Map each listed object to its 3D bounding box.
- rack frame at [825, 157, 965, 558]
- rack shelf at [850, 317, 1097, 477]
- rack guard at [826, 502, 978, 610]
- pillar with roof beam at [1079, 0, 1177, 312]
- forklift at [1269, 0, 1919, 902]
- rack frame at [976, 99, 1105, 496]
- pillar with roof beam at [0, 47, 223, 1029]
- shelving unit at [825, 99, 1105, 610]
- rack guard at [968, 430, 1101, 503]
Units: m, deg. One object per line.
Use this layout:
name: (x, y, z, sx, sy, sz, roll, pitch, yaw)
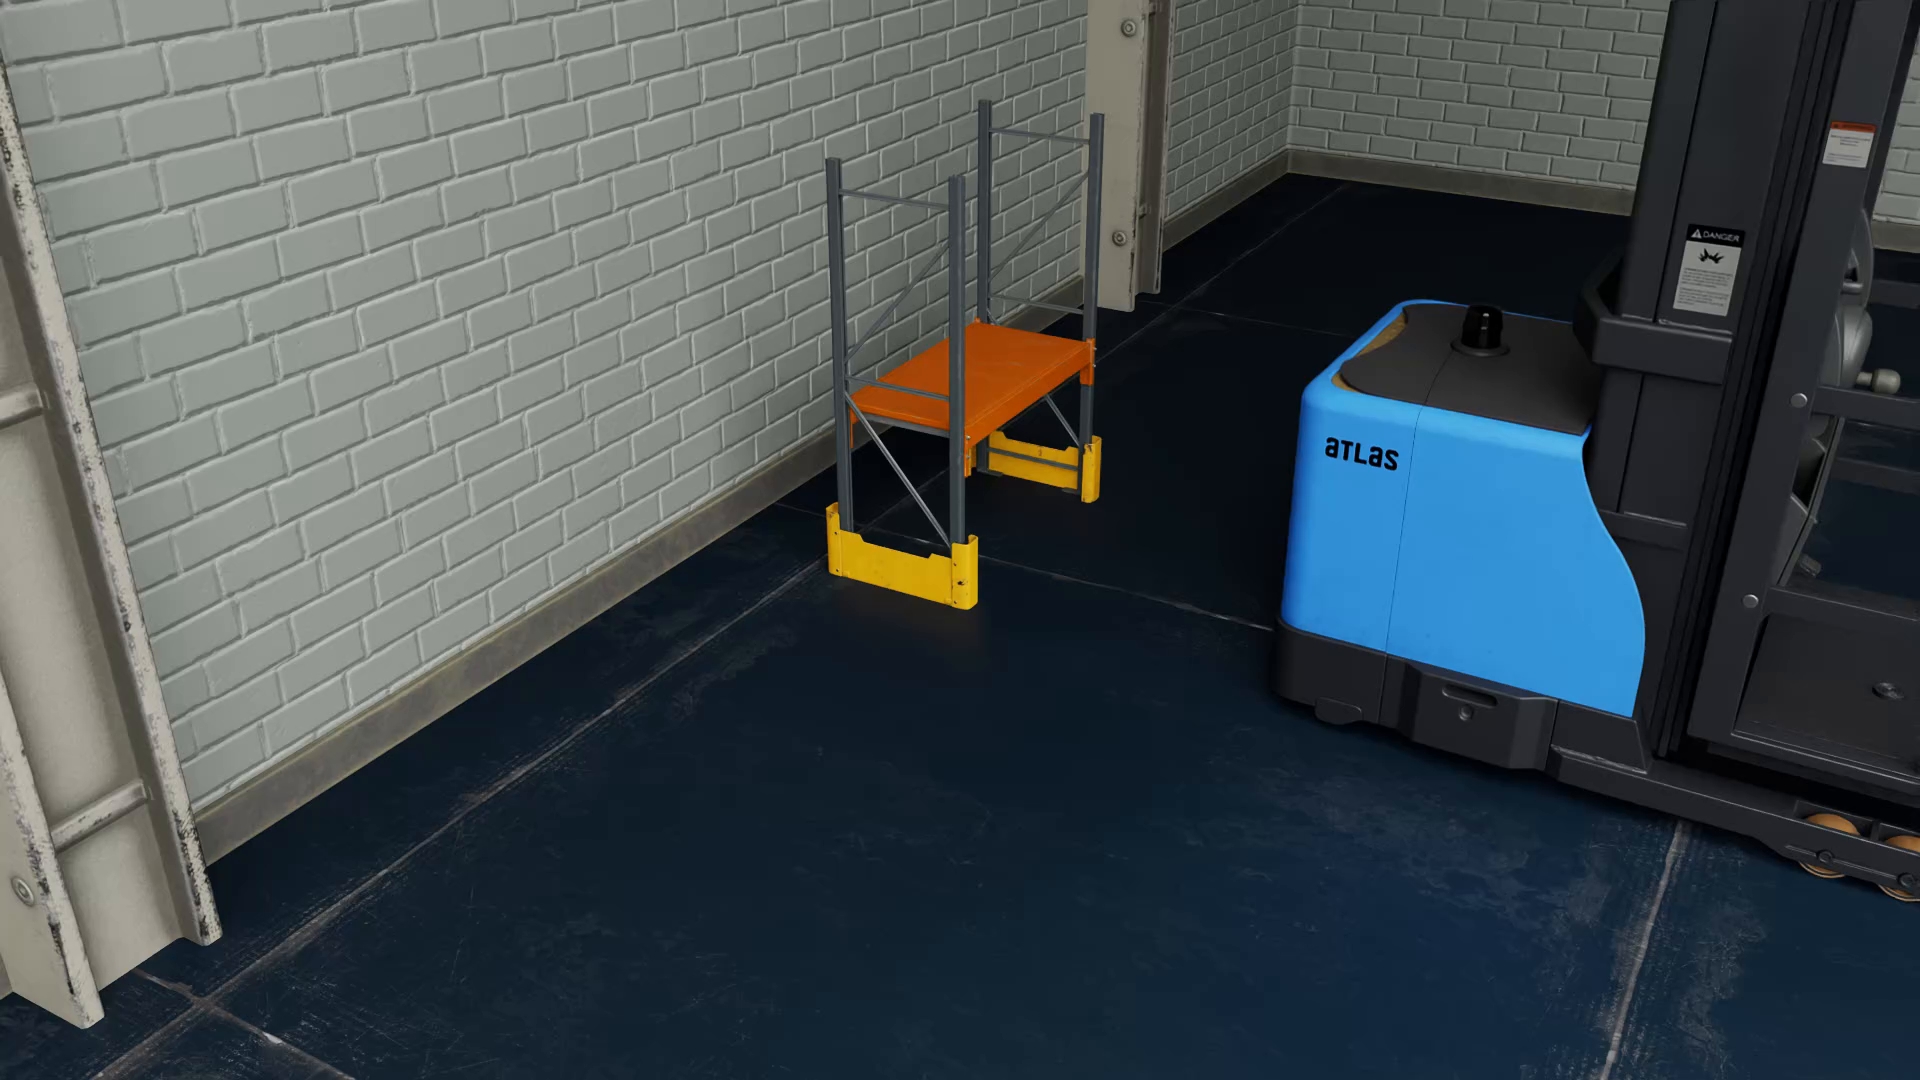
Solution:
rack frame: (-0.208, -0.506, 5.585, 0.500, 1.500, 0.032, 14, 30, 26)
rack shelf: (0.042, -0.543, 6.061, 0.538, 0.185, 1.000, 14, 30, 26)
rack guard: (-0.207, 0.053, 5.866, 0.587, 0.250, 0.087, 14, 30, 26)
pillar with roof beam: (4.592, -4.366, 4.920, 9.100, 9.000, 0.400, 14, 30, 26)
forklift: (2.497, -0.636, 4.247, 3.031, 2.935, 1.130, 15, 30, 27)
rack frame: (0.292, -0.902, 6.376, 0.500, 1.500, 0.032, 14, 30, 26)
pillar with roof beam: (1.641, -2.028, 0.248, 9.100, 9.000, 0.400, 14, 30, 26)
shelving unit: (0.038, -0.700, 5.974, 0.587, 1.500, 1.083, 14, 30, 26)
rack guard: (0.282, -0.336, 6.641, 0.587, 0.250, 0.087, 14, 30, 26)
